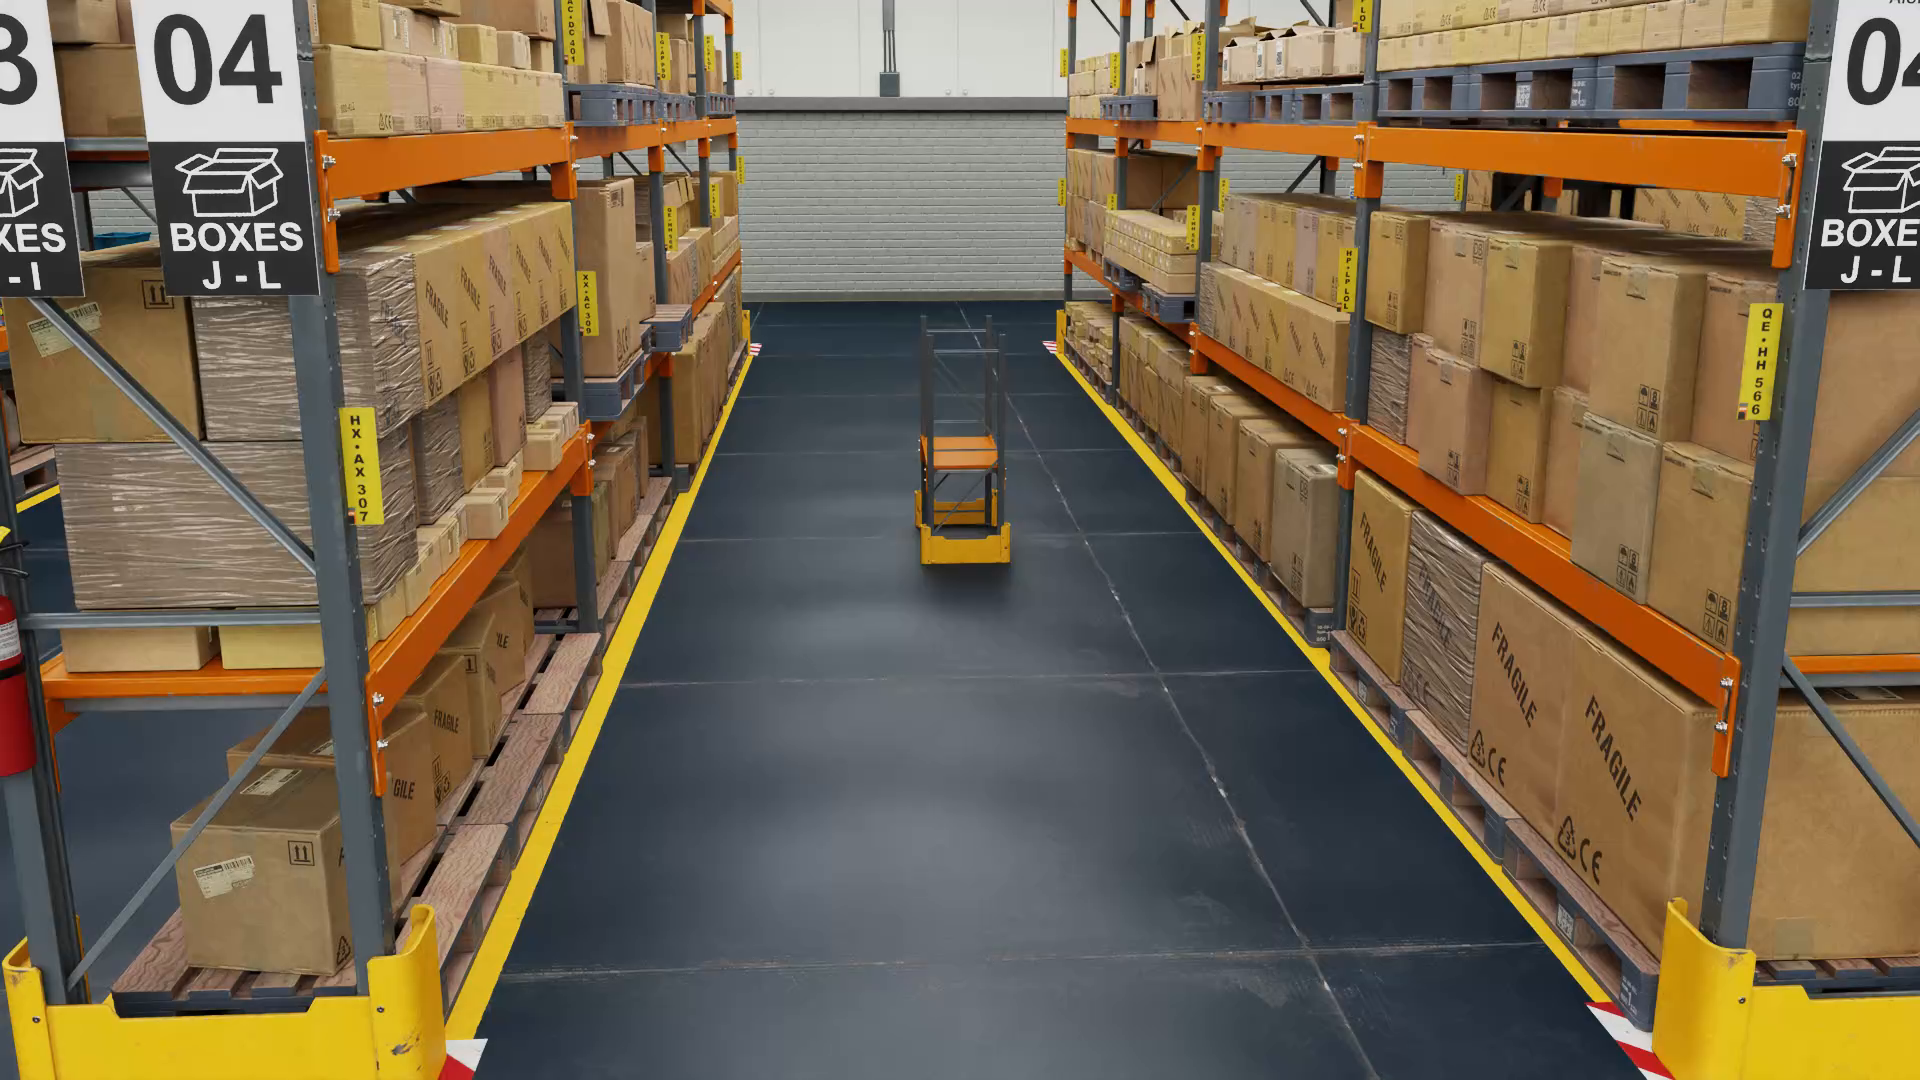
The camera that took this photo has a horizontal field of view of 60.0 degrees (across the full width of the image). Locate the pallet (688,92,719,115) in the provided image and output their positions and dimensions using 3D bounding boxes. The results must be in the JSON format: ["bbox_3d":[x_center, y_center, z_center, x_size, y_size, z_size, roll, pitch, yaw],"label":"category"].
[{"bbox_3d":[-2.966,-4.371,16.653,1.003,0.211,1.213,-1,14,-3],"label":"pallet"}]

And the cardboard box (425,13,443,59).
[{"bbox_3d":[-2.015,-1.742,5.760,0.380,0.149,0.250,-2,15,-6],"label":"cardboard box"}]

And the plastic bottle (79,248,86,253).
[{"bbox_3d":[-8.168,-2.555,15.535,0.144,0.351,0.185,-1,14,-3],"label":"plastic bottle"}]

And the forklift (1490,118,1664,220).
[{"bbox_3d":[4.764,-1.887,12.979,1.130,2.935,3.031,-1,14,-4],"label":"forklift"}]

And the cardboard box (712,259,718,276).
[{"bbox_3d":[-2.612,-2.715,16.562,0.380,0.149,0.250,-1,14,-3],"label":"cardboard box"}]

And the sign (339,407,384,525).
[{"bbox_3d":[-1.640,-0.201,4.550,0.100,0.325,0.005,-1,14,-3],"label":"sign"}]

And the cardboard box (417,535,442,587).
[{"bbox_3d":[-1.995,0.087,5.672,0.380,0.149,0.250,-1,14,-3],"label":"cardboard box"}]

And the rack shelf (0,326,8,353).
[{"bbox_3d":[-7.745,-1.835,14.084,1.077,0.370,4.000,-1,14,-3],"label":"rack shelf"}]

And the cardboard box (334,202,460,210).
[{"bbox_3d":[-2.656,-1.329,7.867,0.500,0.500,0.500,-1,14,-3],"label":"cardboard box"}]

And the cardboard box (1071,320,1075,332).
[{"bbox_3d":[1.520,-2.567,19.767,0.380,0.149,0.250,-1,14,-4],"label":"cardboard box"}]

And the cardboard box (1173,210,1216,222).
[{"bbox_3d":[2.251,-3.082,15.953,0.380,0.149,0.250,0,14,-1],"label":"cardboard box"}]

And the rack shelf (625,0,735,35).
[{"bbox_3d":[-3.049,-5.618,17.550,1.077,0.370,4.000,-1,14,-3],"label":"rack shelf"}]

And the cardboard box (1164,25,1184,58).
[{"bbox_3d":[1.894,-4.102,13.694,0.396,0.266,0.258,-1,14,-3],"label":"cardboard box"}]

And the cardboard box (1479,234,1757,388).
[{"bbox_3d":[2.602,-0.920,6.613,0.875,0.550,0.500,-1,14,-3],"label":"cardboard box"}]

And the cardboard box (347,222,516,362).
[{"bbox_3d":[-2.038,-0.964,6.449,0.500,0.500,0.500,-1,14,-3],"label":"cardboard box"}]

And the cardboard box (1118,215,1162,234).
[{"bbox_3d":[1.646,-2.879,15.162,0.380,0.149,0.250,-1,14,-4],"label":"cardboard box"}]

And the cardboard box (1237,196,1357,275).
[{"bbox_3d":[2.330,-2.109,11.498,0.700,0.500,0.500,-1,14,-4],"label":"cardboard box"}]

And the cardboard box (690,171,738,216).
[{"bbox_3d":[-2.881,-4.070,19.524,0.500,0.500,0.500,-1,14,-3],"label":"cardboard box"}]

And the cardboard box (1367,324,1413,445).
[{"bbox_3d":[2.562,-0.801,8.317,0.875,0.550,0.550,-1,14,-3],"label":"cardboard box"}]

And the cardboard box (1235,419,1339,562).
[{"bbox_3d":[2.343,-0.326,10.447,1.050,0.750,0.750,-1,14,-3],"label":"cardboard box"}]

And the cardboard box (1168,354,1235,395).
[{"bbox_3d":[1.975,-1.336,13.369,0.500,0.250,0.500,-1,14,-5],"label":"cardboard box"}]

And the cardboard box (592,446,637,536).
[{"bbox_3d":[-2.527,-0.320,10.885,0.700,0.500,0.500,0,14,1],"label":"cardboard box"}]

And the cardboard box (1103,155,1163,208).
[{"bbox_3d":[1.732,-3.599,16.689,0.500,0.500,0.500,-1,14,-5],"label":"cardboard box"}]

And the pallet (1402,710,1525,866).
[{"bbox_3d":[2.575,1.025,7.117,1.003,0.211,1.213,-1,14,-3],"label":"pallet"}]

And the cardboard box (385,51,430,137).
[{"bbox_3d":[-1.992,-1.405,5.250,0.500,0.250,0.500,-1,14,-5],"label":"cardboard box"}]

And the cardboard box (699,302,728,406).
[{"bbox_3d":[-2.866,-1.773,15.820,1.225,0.875,0.875,-1,14,-3],"label":"cardboard box"}]

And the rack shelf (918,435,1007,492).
[{"bbox_3d":[0.005,-0.531,11.302,0.538,0.185,1.000,-1,14,-3],"label":"rack shelf"}]

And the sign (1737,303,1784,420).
[{"bbox_3d":[2.232,-0.495,4.632,0.100,0.325,0.005,-1,14,-3],"label":"sign"}]

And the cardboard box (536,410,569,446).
[{"bbox_3d":[-2.117,-0.535,8.091,0.380,0.149,0.250,-1,14,-3],"label":"cardboard box"}]

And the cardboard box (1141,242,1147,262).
[{"bbox_3d":[1.729,-2.412,13.945,0.380,0.149,0.250,-1,14,-4],"label":"cardboard box"}]

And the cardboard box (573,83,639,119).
[{"bbox_3d":[-2.331,-2.780,10.594,0.500,0.250,0.500,0,14,-2],"label":"cardboard box"}]

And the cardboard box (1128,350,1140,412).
[{"bbox_3d":[1.847,-1.483,15.442,0.500,0.500,0.500,0,14,-1],"label":"cardboard box"}]

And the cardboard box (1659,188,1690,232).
[{"bbox_3d":[6.794,-3.079,15.265,0.500,0.500,0.500,-1,14,-5],"label":"cardboard box"}]

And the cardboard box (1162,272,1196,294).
[{"bbox_3d":[1.790,-2.012,12.986,0.380,0.149,0.250,-1,14,-3],"label":"cardboard box"}]

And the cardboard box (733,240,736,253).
[{"bbox_3d":[-2.776,-3.358,19.061,0.380,0.149,0.250,-1,14,-2],"label":"cardboard box"}]

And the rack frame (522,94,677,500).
[{"bbox_3d":[-2.678,-1.763,12.358,1.000,3.000,0.127,-1,14,-3],"label":"rack frame"}]

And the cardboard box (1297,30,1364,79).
[{"bbox_3d":[2.231,-2.755,9.452,0.500,0.250,0.500,-1,14,-4],"label":"cardboard box"}]

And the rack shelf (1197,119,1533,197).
[{"bbox_3d":[2.403,-2.421,10.341,1.077,0.370,4.000,-1,14,-3],"label":"rack shelf"}]

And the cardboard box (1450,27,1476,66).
[{"bbox_3d":[2.275,-2.054,6.929,0.380,0.149,0.250,-1,14,-4],"label":"cardboard box"}]

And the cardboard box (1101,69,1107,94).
[{"bbox_3d":[1.728,-4.672,16.942,0.500,0.250,0.500,-1,15,-6],"label":"cardboard box"}]

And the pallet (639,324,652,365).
[{"bbox_3d":[-2.514,-1.178,10.471,1.003,0.211,1.213,-1,14,-3],"label":"pallet"}]

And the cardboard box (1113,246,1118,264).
[{"bbox_3d":[1.631,-2.655,15.486,0.380,0.149,0.250,-1,14,-3],"label":"cardboard box"}]

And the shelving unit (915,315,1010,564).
[{"bbox_3d":[0.005,-0.707,11.266,0.587,1.500,1.083,-1,14,-3],"label":"shelving unit"}]

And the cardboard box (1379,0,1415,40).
[{"bbox_3d":[2.278,-2.470,7.745,0.500,0.250,0.500,-1,14,-3],"label":"cardboard box"}]

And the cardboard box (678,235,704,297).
[{"bbox_3d":[-2.561,-2.441,14.793,0.500,0.500,0.500,-1,14,-4],"label":"cardboard box"}]

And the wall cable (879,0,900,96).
[{"bbox_3d":[-0.084,-9.675,24.615,2.277,5.999,0.120,-1,14,-3],"label":"wall cable"}]

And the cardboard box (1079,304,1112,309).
[{"bbox_3d":[1.614,-2.712,19.734,0.380,0.149,0.250,-1,14,-2],"label":"cardboard box"}]

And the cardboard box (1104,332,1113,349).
[{"bbox_3d":[1.694,-2.067,17.226,0.380,0.149,0.250,-1,14,-3],"label":"cardboard box"}]

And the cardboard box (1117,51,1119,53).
[{"bbox_3d":[1.739,-4.698,16.243,0.380,0.149,0.250,-2,15,-6],"label":"cardboard box"}]

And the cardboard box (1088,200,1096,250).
[{"bbox_3d":[1.659,-3.370,17.808,0.500,0.500,0.500,-1,14,-4],"label":"cardboard box"}]

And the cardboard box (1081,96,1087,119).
[{"bbox_3d":[1.629,-4.809,18.480,0.500,0.250,0.500,-1,14,-5],"label":"cardboard box"}]

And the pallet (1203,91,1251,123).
[{"bbox_3d":[2.372,-3.016,11.589,1.213,0.211,1.003,0,14,-1],"label":"pallet"}]

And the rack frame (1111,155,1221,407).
[{"bbox_3d":[2.031,-2.809,16.425,1.000,3.000,0.127,-1,14,-3],"label":"rack frame"}]
